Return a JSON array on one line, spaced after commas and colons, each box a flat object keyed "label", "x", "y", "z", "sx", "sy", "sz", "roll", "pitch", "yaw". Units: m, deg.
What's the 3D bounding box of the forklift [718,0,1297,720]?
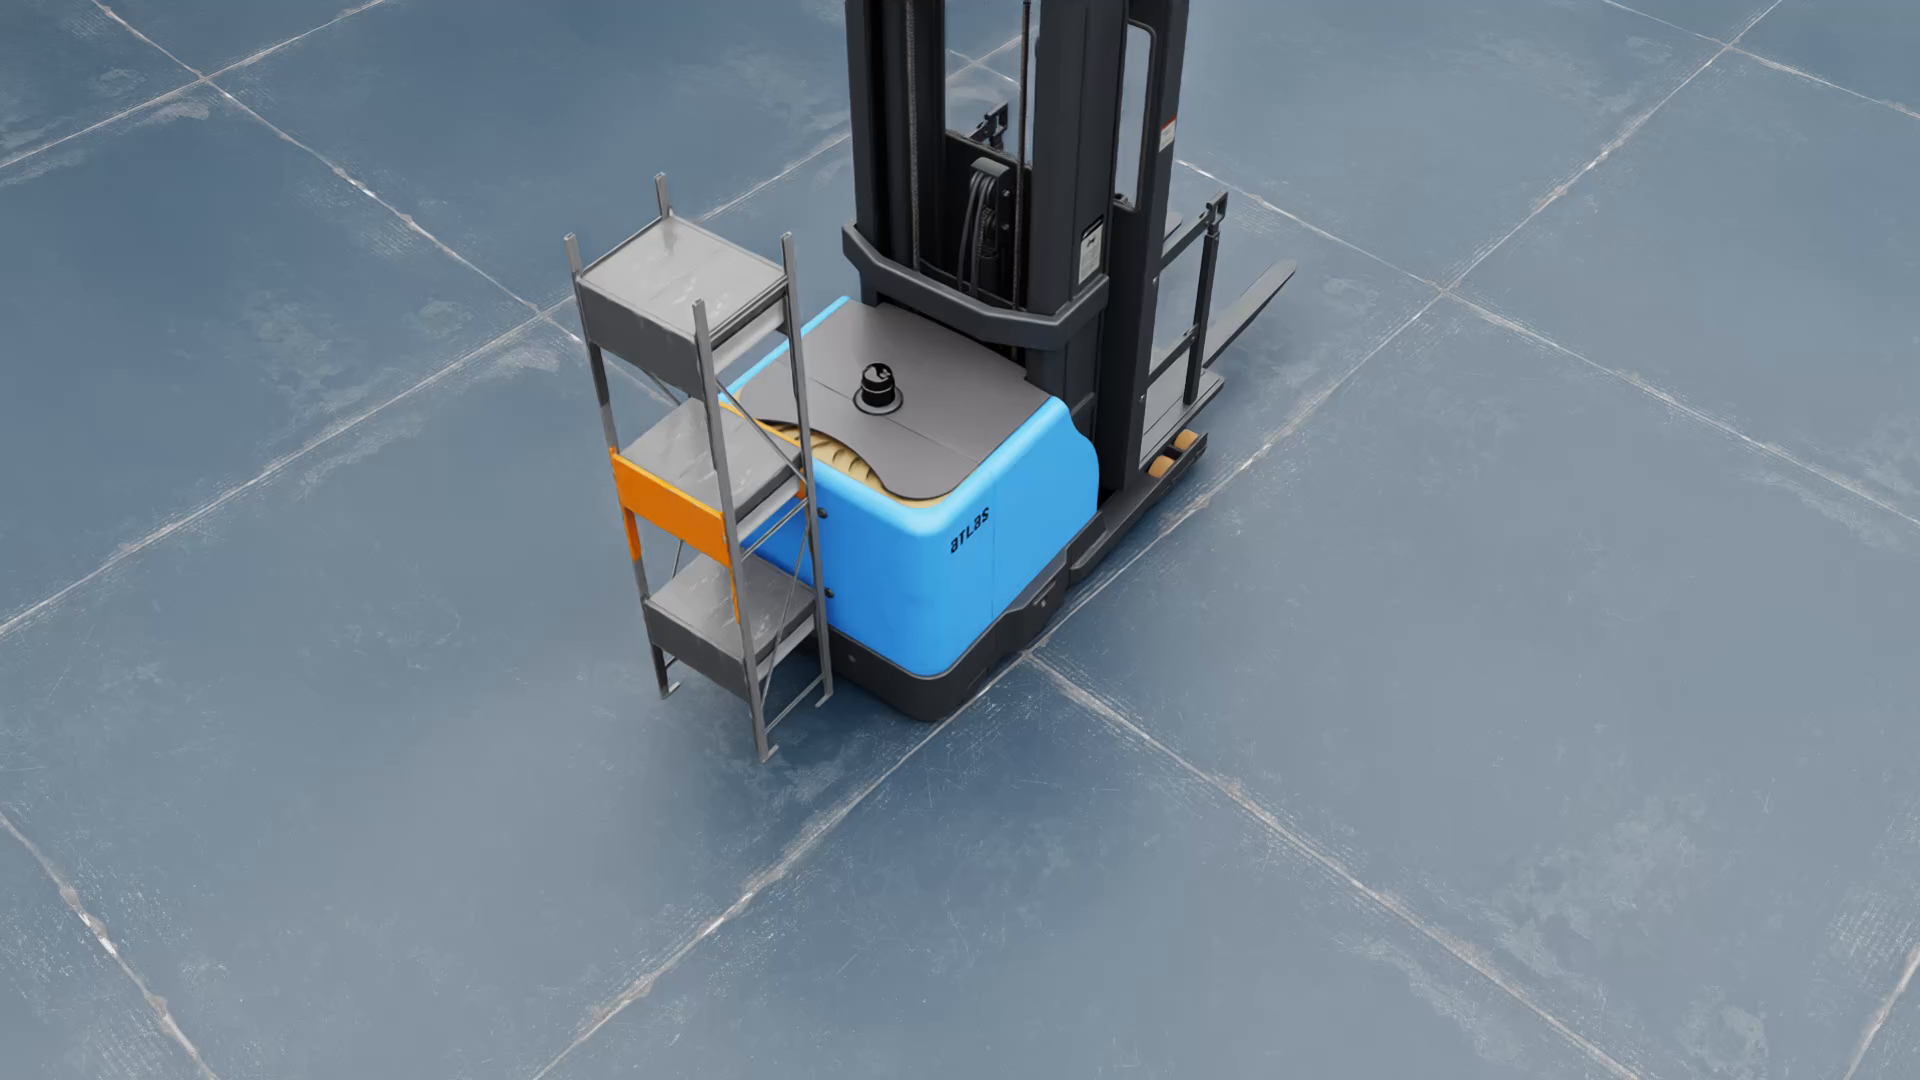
[{"label": "forklift", "x": 0.384, "y": -1.383, "z": 6.038, "sx": 1.130, "sy": 2.935, "sz": 3.031, "roll": 28, "pitch": 53, "yaw": 24}]

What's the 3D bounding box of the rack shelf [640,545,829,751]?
[{"label": "rack shelf", "x": -0.793, "y": 0.352, "z": 5.958, "sx": 0.480, "sy": 0.518, "sz": 0.431, "roll": 28, "pitch": 53, "yaw": 24}]

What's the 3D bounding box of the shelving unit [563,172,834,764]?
[{"label": "shelving unit", "x": -0.793, "y": -0.136, "z": 5.438, "sx": 0.503, "sy": 2.100, "sz": 0.431, "roll": 28, "pitch": 53, "yaw": 24}]

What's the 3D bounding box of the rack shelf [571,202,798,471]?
[{"label": "rack shelf", "x": -0.793, "y": -0.606, "z": 4.937, "sx": 0.480, "sy": 0.518, "sz": 0.431, "roll": 28, "pitch": 53, "yaw": 24}]

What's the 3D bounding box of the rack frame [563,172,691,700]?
[{"label": "rack frame", "x": -0.989, "y": -0.242, "z": 5.537, "sx": 0.015, "sy": 2.100, "sz": 0.400, "roll": 28, "pitch": 53, "yaw": 24}]

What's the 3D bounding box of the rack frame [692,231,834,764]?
[{"label": "rack frame", "x": -0.597, "y": -0.031, "z": 5.339, "sx": 0.015, "sy": 2.100, "sz": 0.400, "roll": 28, "pitch": 53, "yaw": 24}]

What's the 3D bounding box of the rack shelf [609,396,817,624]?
[{"label": "rack shelf", "x": -0.793, "y": -0.127, "z": 5.448, "sx": 0.480, "sy": 0.518, "sz": 0.431, "roll": 28, "pitch": 53, "yaw": 24}]
